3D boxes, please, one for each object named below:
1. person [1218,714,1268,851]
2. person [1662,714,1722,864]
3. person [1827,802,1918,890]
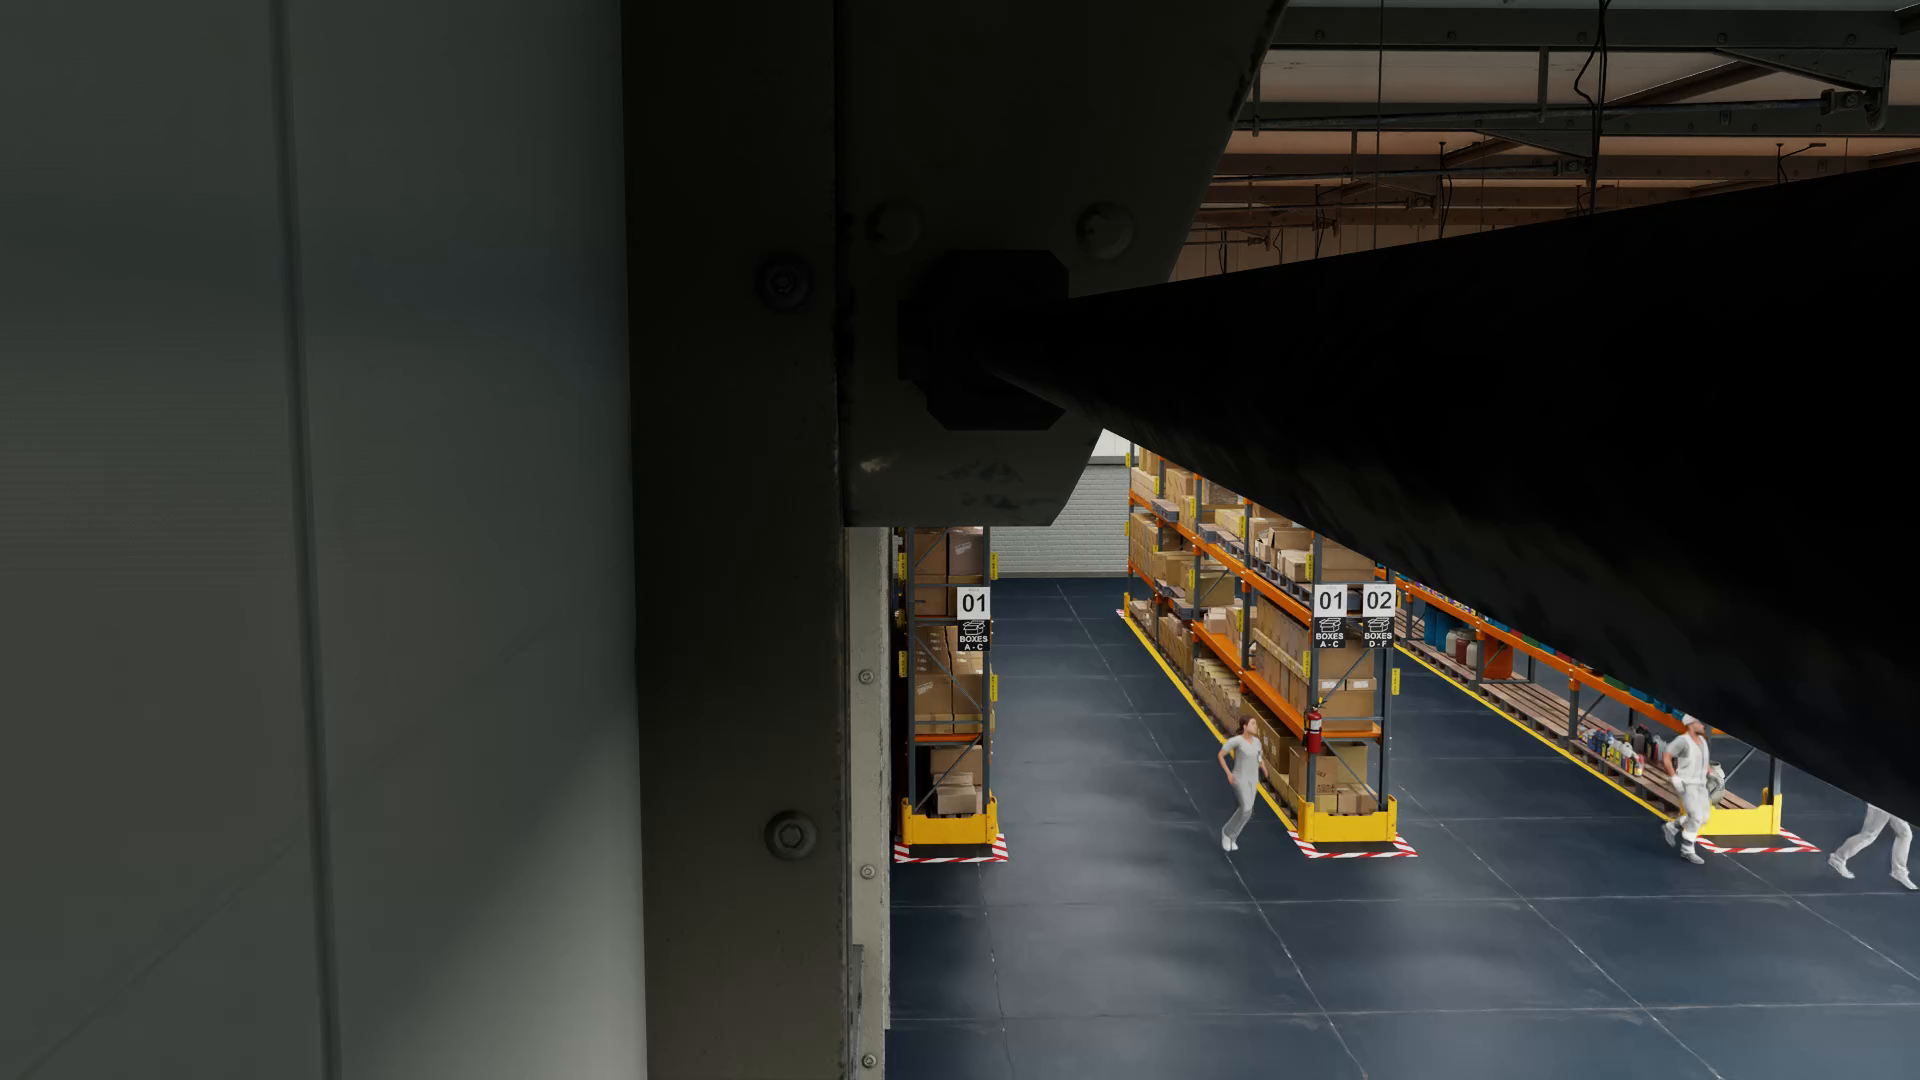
[{"bbox_3d":[3.430,2.915,19.940,0.641,1.605,0.556,-3,8,-24],"label":"person"},{"bbox_3d":[8.754,2.939,19.914,0.718,1.744,0.628,-4,8,-29],"label":"person"},{"bbox_3d":[10.440,3.046,18.903,0.911,1.813,0.711,6,9,37],"label":"person"}]
